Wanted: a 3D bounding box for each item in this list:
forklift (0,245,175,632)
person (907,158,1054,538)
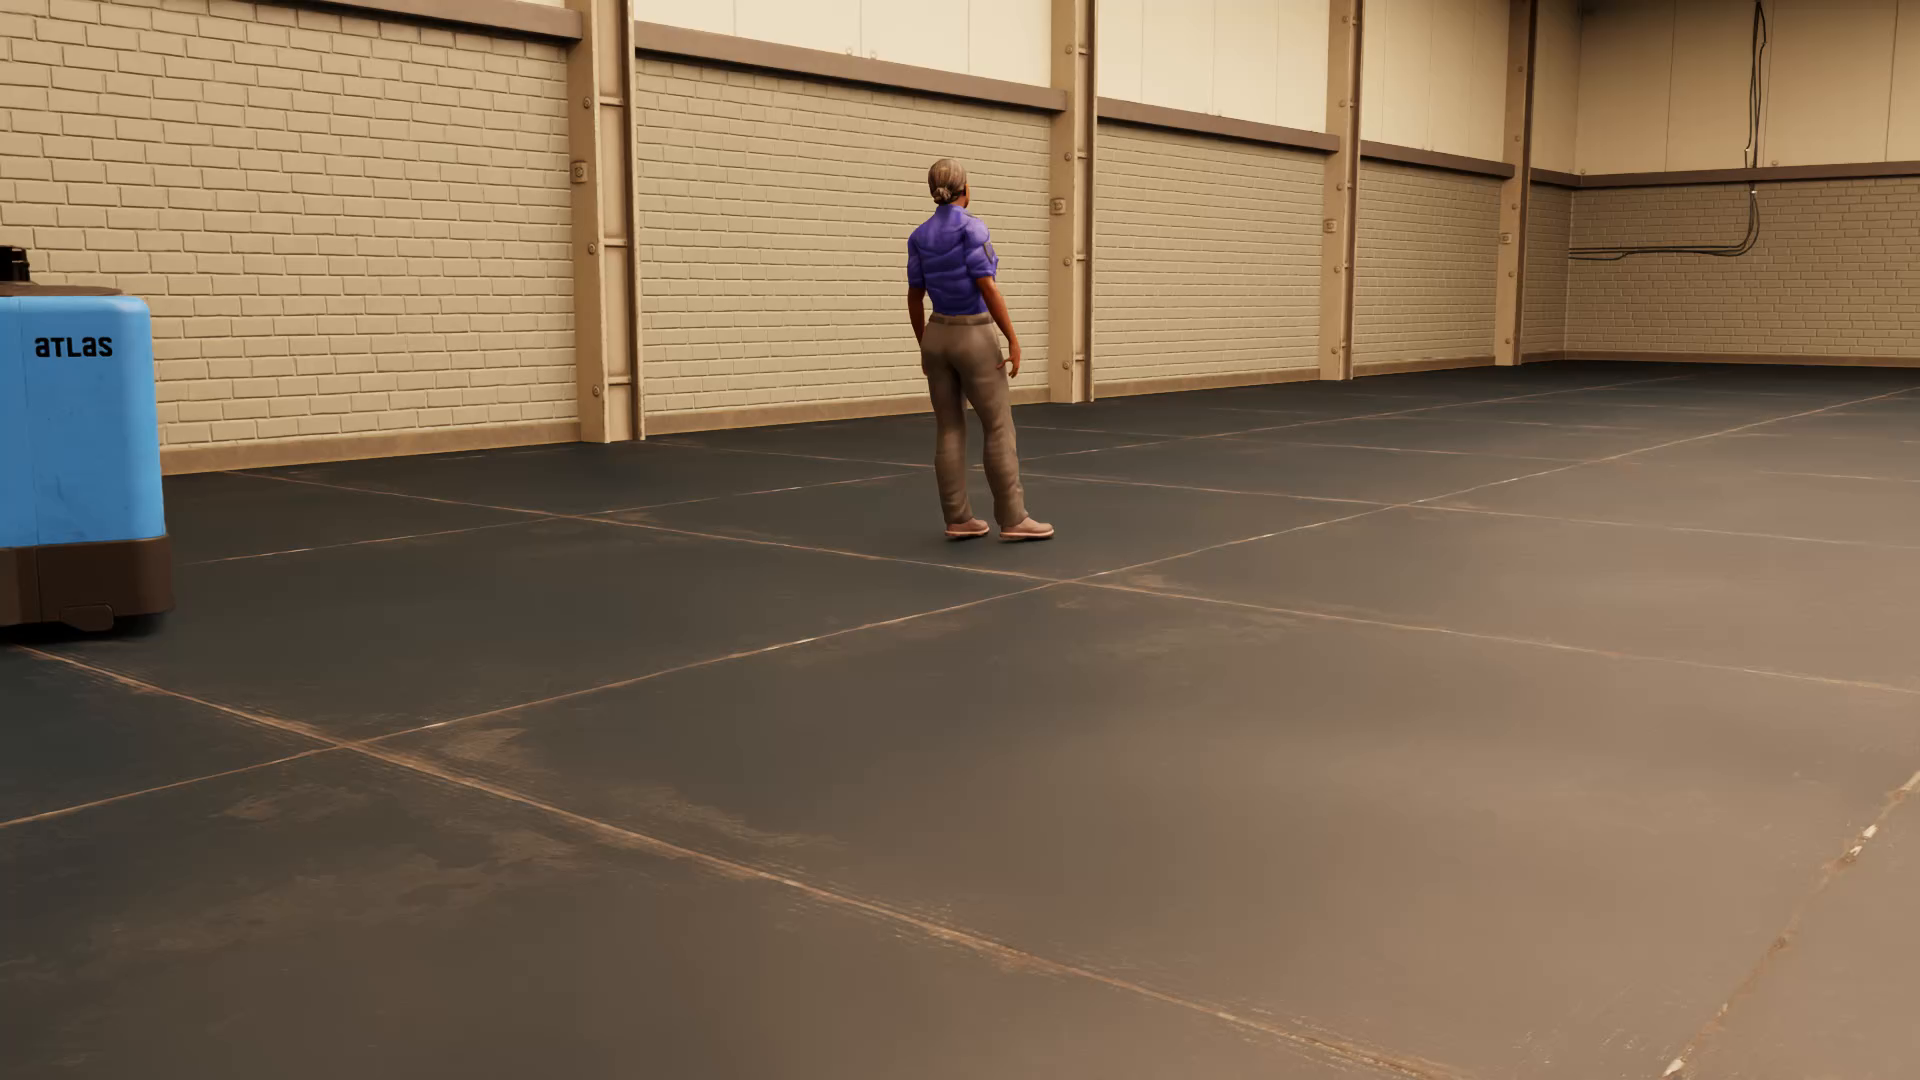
[{"bbox_3d":[-4.094,-1.111,4.878,3.031,2.935,1.130,-4,9,-28],"label":"forklift"},{"bbox_3d":[0.070,-0.834,7.339,0.569,1.654,0.504,7,11,38],"label":"person"}]
